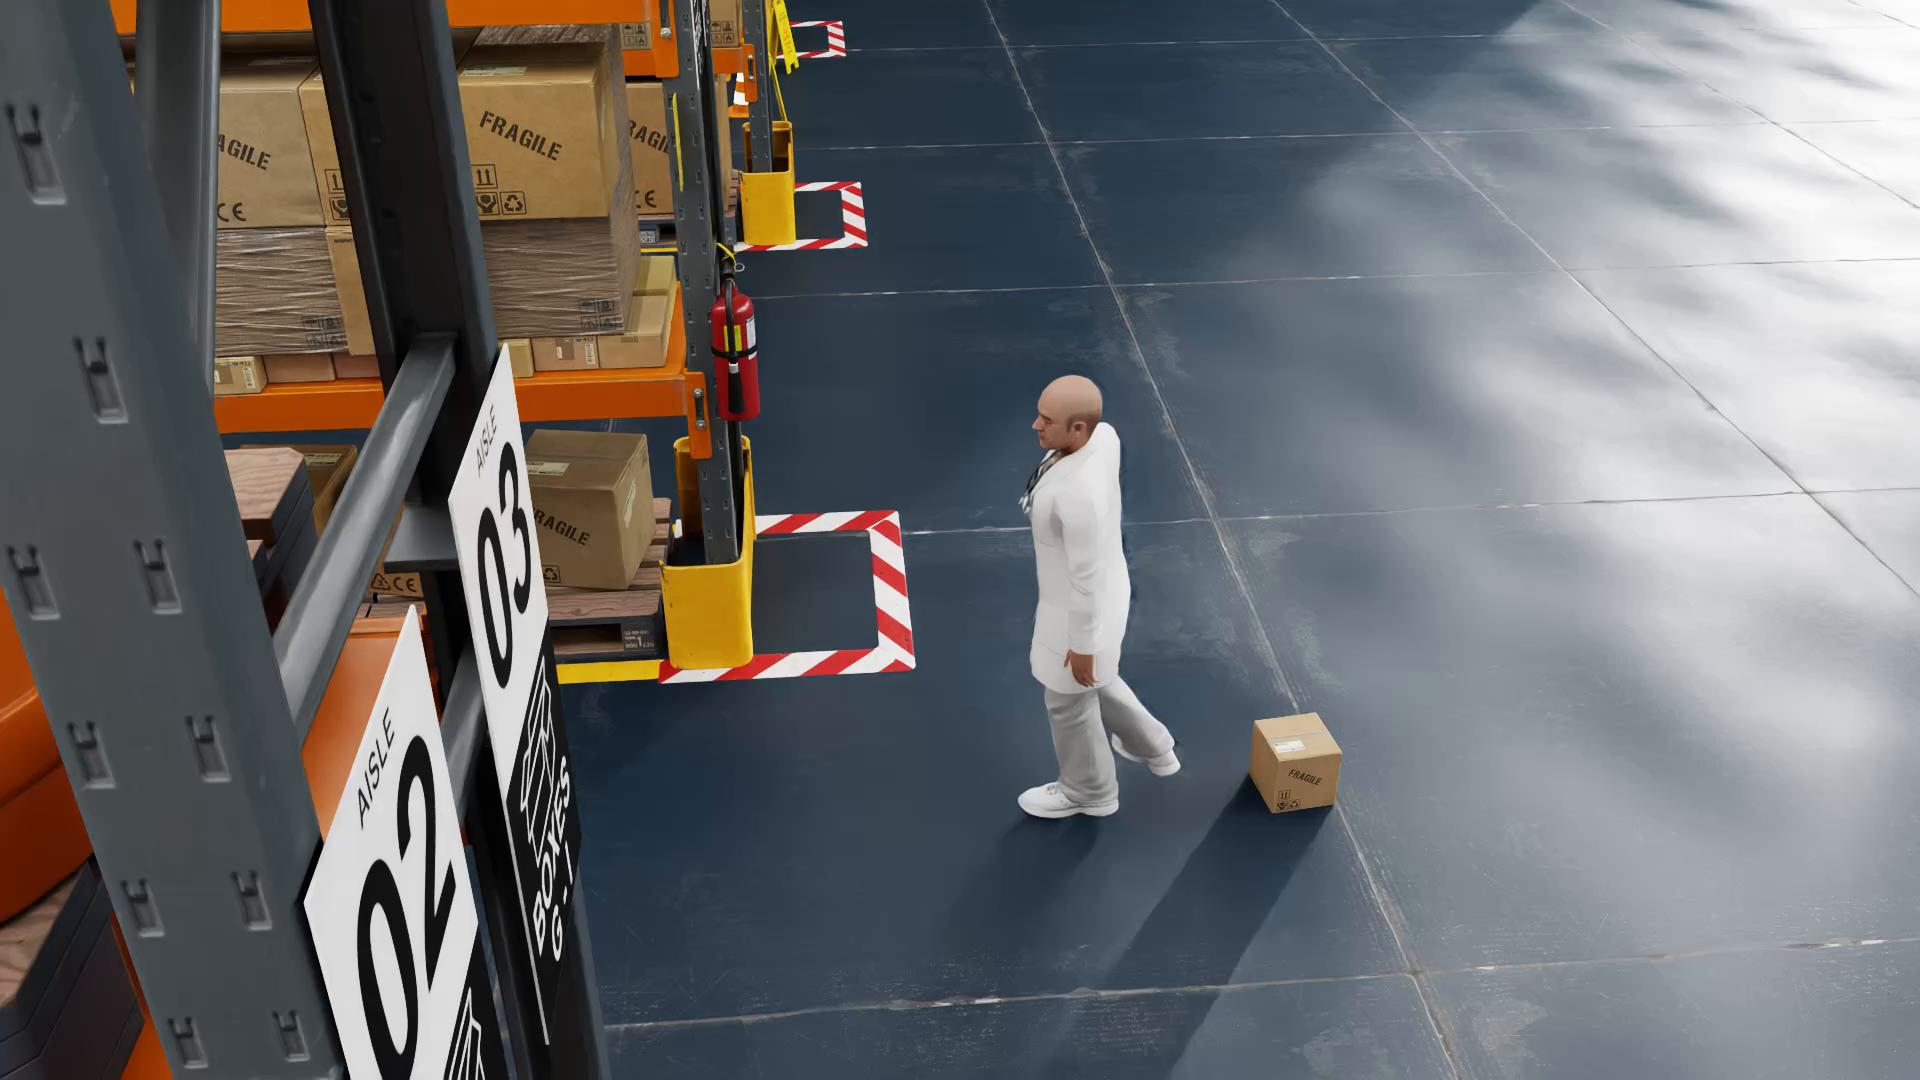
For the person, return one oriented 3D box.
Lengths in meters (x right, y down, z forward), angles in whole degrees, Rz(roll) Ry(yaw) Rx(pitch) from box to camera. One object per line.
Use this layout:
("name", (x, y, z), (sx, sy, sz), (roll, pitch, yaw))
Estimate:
("person", (0.504, 0.232, 5.751), (0.600, 1.772, 0.623), (6, 31, 10))
